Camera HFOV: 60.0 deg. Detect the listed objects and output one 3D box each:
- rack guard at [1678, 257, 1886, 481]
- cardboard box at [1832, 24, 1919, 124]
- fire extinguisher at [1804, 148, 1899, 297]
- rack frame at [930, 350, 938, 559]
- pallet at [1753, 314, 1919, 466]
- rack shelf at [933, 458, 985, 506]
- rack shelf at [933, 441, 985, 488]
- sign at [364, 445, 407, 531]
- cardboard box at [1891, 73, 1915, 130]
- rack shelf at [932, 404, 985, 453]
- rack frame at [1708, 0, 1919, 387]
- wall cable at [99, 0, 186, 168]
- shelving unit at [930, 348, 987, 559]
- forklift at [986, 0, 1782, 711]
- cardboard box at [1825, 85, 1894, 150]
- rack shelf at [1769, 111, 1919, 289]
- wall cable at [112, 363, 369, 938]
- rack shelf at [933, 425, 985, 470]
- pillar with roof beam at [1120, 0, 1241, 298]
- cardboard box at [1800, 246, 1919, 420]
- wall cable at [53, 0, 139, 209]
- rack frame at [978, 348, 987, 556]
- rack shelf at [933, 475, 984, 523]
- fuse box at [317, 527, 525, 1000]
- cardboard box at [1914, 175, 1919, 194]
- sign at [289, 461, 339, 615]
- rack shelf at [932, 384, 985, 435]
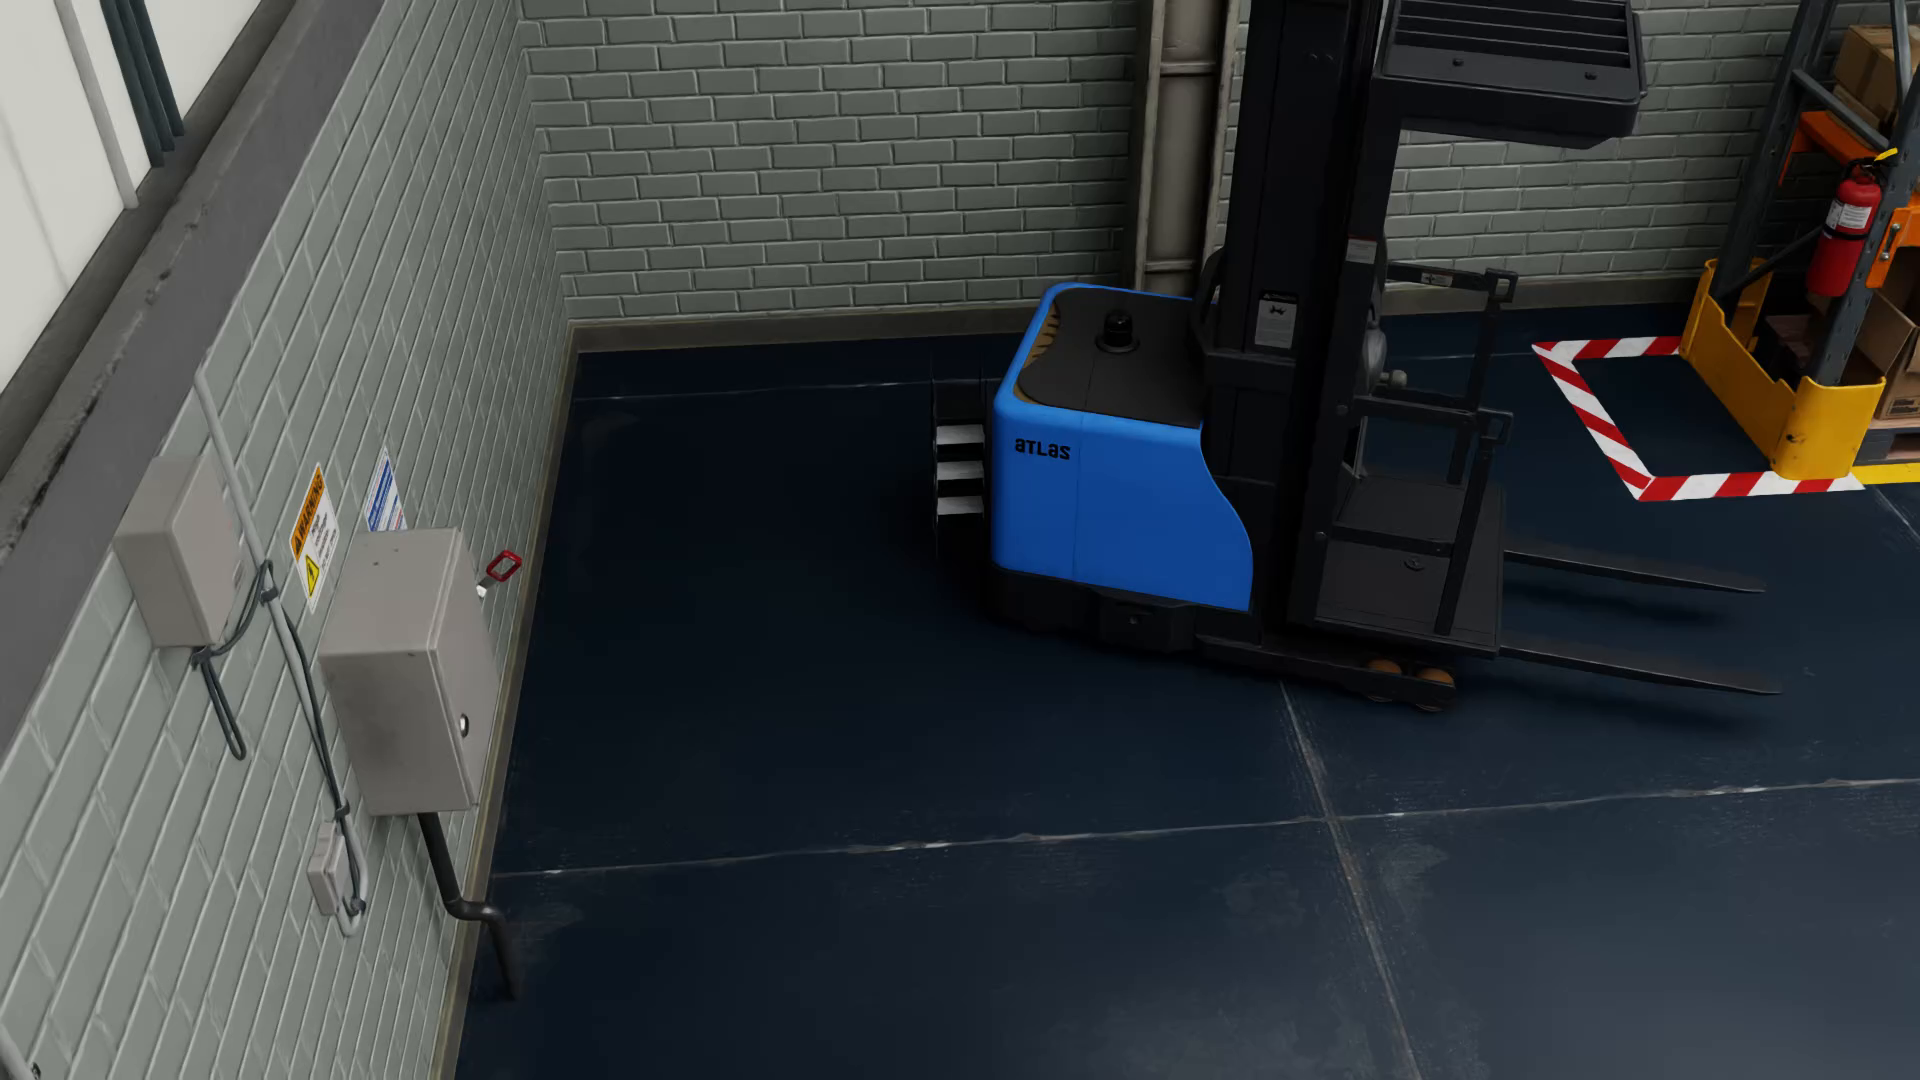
[{"bbox_3d":[3.872,-0.834,7.903,0.348,0.500,1.175,-3,38,-4],"label":"rack guard"},{"bbox_3d":[4.231,-2.058,7.318,0.500,0.250,0.500,-2,38,-3],"label":"cardboard box"},{"bbox_3d":[3.691,-1.341,6.892,0.183,0.674,0.296,-3,38,-4],"label":"fire extinguisher"},{"bbox_3d":[-0.109,-0.347,6.964,0.006,0.900,0.240,-3,38,-4],"label":"rack frame"},{"bbox_3d":[4.666,-0.765,8.049,1.213,0.211,1.003,-3,38,-4],"label":"pallet"},{"bbox_3d":[-0.008,-0.256,7.047,0.200,0.077,0.258,-3,38,-4],"label":"rack shelf"},{"bbox_3d":[-0.008,-0.327,6.991,0.200,0.077,0.258,-3,38,-4],"label":"rack shelf"},{"bbox_3d":[-1.666,0.015,4.886,0.001,0.494,0.329,-3,38,-4],"label":"sign"},{"bbox_3d":[4.272,-1.728,6.899,0.500,0.250,0.500,-3,38,-4],"label":"cardboard box"},{"bbox_3d":[-0.008,-0.468,6.880,0.200,0.077,0.258,-3,38,-4],"label":"rack shelf"},{"bbox_3d":[3.796,-1.811,7.124,0.127,3.000,1.000,-3,38,-4],"label":"rack frame"},{"bbox_3d":[-1.674,-2.818,3.526,0.133,3.039,2.988,-3,38,-4],"label":"wall cable"},{"bbox_3d":[-0.008,-0.353,6.971,0.210,0.900,0.258,-3,38,-4],"label":"shelving unit"},{"bbox_3d":[1.682,-0.859,5.972,3.031,2.935,1.130,10,39,12],"label":"forklift"},{"bbox_3d":[4.103,-1.896,7.435,0.250,0.149,0.380,-4,38,-4],"label":"cardboard box"},{"bbox_3d":[5.788,-1.638,7.486,4.000,0.370,1.077,-3,38,-4],"label":"rack shelf"},{"bbox_3d":[-1.512,0.302,3.626,0.122,1.984,0.588,-3,38,-4],"label":"wall cable"},{"bbox_3d":[-0.008,-0.397,6.936,0.200,0.077,0.258,-3,38,-4],"label":"rack shelf"},{"bbox_3d":[1.412,-1.918,2.416,0.400,9.000,9.100,-3,38,-4],"label":"pillar with roof beam"},{"bbox_3d":[4.414,-0.971,7.735,0.637,0.503,0.797,-5,39,-6],"label":"cardboard box"},{"bbox_3d":[-1.465,-1.082,1.357,0.029,3.000,2.355,-3,38,-4],"label":"wall cable"},{"bbox_3d":[0.093,-0.358,6.978,0.006,0.900,0.240,-3,38,-4],"label":"rack frame"},{"bbox_3d":[-0.008,-0.185,7.103,0.200,0.077,0.258,-3,38,-4],"label":"rack shelf"},{"bbox_3d":[-1.416,0.777,4.884,0.414,1.711,0.539,-3,38,-4],"label":"fuse box"},{"bbox_3d":[4.148,-1.561,7.010,0.250,0.149,0.380,-3,38,-4],"label":"cardboard box"},{"bbox_3d":[-1.617,-0.008,4.172,0.001,0.242,0.339,-3,38,-4],"label":"sign"},{"bbox_3d":[-0.008,-0.539,6.824,0.200,0.077,0.258,-3,38,-4],"label":"rack shelf"}]
